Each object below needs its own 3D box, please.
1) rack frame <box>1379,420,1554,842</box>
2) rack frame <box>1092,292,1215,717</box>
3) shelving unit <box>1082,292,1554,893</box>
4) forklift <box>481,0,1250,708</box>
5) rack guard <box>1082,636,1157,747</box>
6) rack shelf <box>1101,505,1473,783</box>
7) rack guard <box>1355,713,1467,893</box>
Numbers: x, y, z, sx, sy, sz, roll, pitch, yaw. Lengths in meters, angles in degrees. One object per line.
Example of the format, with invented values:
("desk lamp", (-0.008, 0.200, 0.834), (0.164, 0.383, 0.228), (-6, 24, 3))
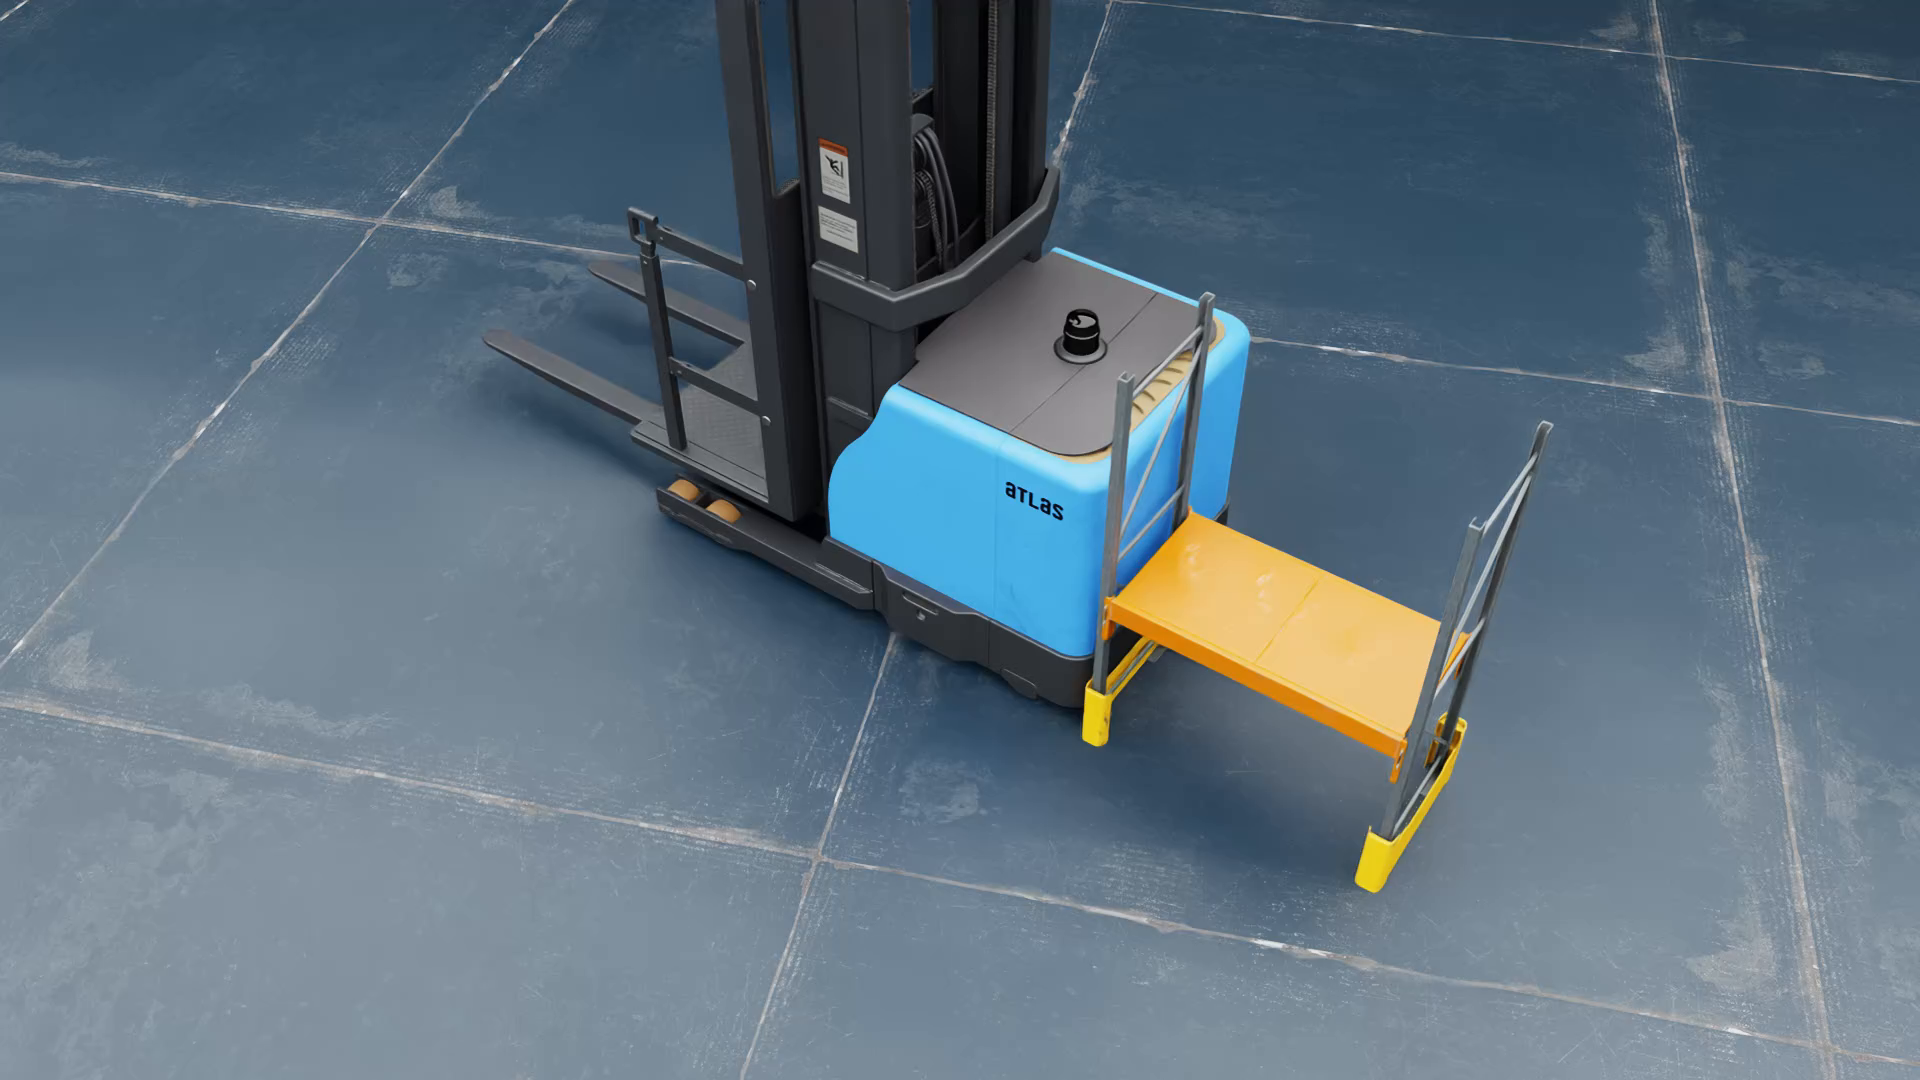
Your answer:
("rack frame", (1.418, 0.370, 4.784), (0.032, 1.500, 0.500), (26, 50, 24))
("rack frame", (0.586, -0.036, 5.206), (0.032, 1.500, 0.500), (26, 50, 24))
("shelving unit", (1.009, 0.171, 4.991), (1.083, 1.500, 0.587), (26, 50, 24))
("forklift", (-0.529, -1.314, 5.502), (3.031, 2.935, 1.130), (26, 50, 24))
("rack guard", (0.602, 0.422, 5.631), (0.087, 0.250, 0.587), (26, 50, 24))
("rack shelf", (1.002, 0.297, 5.120), (1.000, 0.185, 0.538), (26, 50, 24))
("rack guard", (1.417, 0.820, 5.218), (0.087, 0.250, 0.587), (26, 50, 24))
